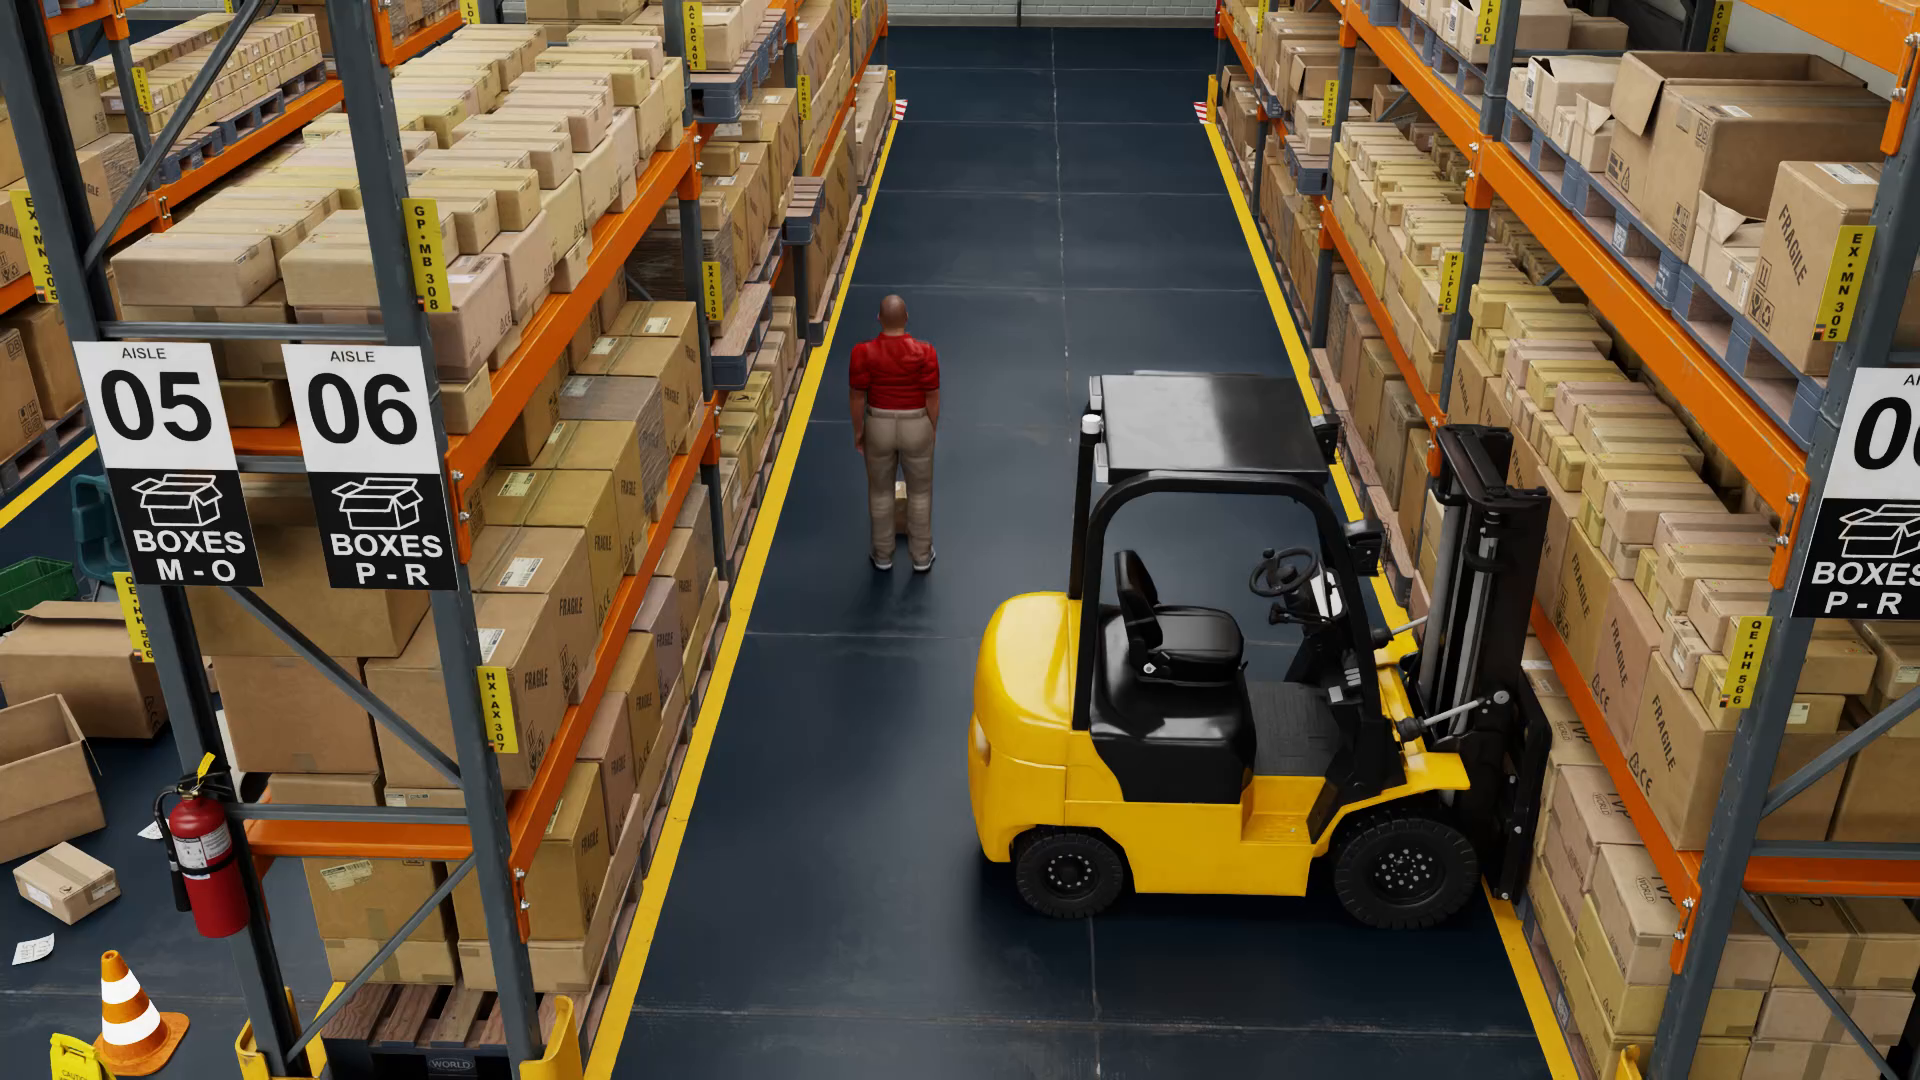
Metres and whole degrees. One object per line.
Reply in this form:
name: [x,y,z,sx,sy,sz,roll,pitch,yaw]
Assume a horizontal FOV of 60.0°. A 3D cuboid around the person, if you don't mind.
person: [-0.379,-0.640,9.834,0.531,1.728,0.359,1,28,2]
